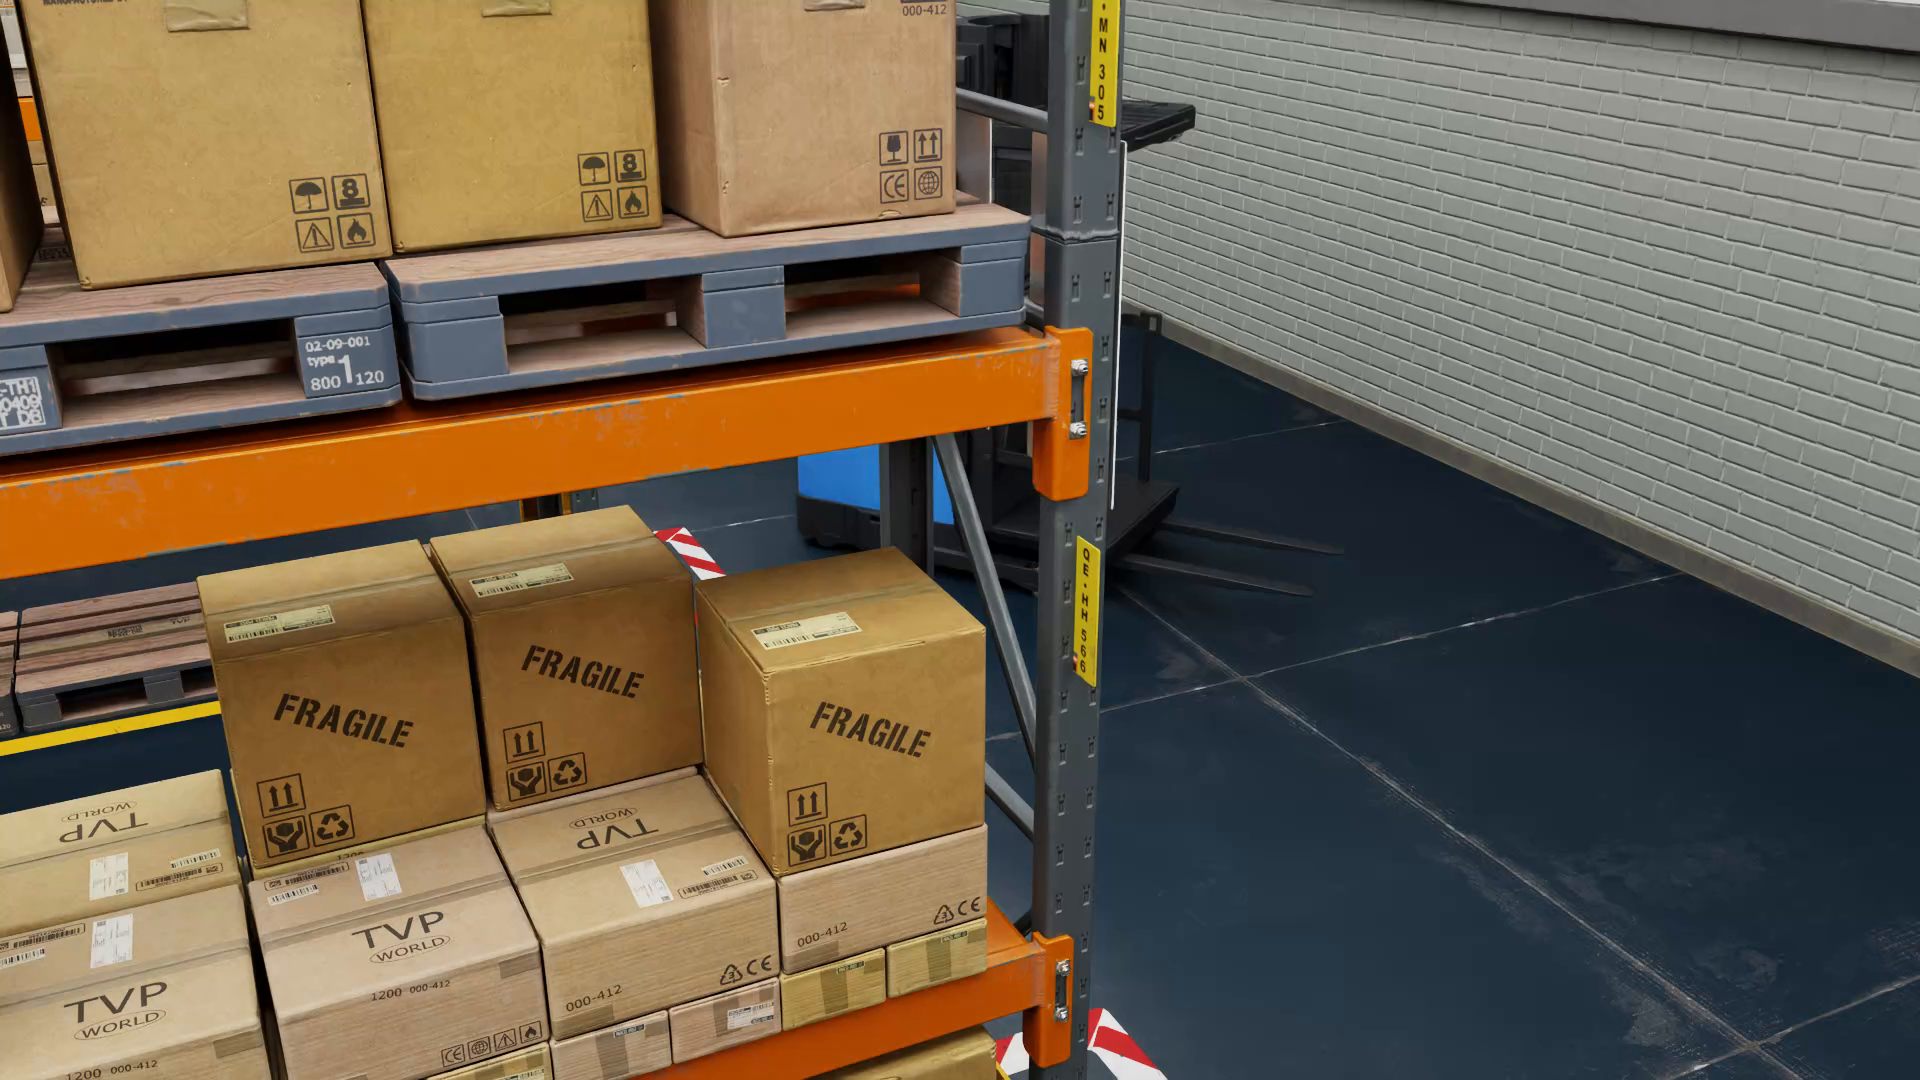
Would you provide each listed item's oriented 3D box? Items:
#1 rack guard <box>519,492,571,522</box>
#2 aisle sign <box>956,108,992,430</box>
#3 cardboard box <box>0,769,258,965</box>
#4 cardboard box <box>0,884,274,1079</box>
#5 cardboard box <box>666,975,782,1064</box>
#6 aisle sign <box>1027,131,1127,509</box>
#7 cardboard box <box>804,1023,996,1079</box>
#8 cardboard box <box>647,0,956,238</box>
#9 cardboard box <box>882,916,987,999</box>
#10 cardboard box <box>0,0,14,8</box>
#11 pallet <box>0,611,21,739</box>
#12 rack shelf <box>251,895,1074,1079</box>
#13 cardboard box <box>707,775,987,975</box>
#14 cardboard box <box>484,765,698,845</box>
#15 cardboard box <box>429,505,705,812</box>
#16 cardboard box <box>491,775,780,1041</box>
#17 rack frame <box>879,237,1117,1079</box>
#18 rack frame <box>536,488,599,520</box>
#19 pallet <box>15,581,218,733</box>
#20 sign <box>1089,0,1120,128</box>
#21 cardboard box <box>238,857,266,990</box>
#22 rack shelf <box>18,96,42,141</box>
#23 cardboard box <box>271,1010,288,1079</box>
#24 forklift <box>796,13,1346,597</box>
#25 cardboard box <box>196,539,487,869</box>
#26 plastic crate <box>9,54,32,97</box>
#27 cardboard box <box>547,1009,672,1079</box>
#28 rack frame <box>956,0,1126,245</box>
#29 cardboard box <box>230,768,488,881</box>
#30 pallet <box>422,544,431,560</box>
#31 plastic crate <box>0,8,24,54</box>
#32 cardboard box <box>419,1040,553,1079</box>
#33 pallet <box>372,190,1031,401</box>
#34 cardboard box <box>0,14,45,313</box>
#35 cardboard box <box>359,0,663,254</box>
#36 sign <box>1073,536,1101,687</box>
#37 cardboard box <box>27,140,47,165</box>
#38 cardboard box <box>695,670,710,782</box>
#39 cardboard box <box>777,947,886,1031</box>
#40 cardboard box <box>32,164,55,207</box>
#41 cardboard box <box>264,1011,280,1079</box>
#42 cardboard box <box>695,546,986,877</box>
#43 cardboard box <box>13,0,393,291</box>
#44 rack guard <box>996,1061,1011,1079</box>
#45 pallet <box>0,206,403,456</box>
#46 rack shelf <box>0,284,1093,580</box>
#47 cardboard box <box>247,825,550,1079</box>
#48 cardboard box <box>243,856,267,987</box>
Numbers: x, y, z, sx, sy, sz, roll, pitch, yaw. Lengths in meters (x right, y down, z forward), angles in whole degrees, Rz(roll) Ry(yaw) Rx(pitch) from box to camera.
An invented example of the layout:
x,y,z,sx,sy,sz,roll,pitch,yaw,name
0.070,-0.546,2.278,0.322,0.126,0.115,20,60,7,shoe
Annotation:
x,y,z,sx,sy,sz,roll,pitch,yaw,name
-2.081,0.051,8.973,0.348,0.500,1.175,-10,25,-24,rack guard
-0.014,-0.705,4.132,0.004,0.787,0.394,-10,25,-24,aisle sign
-1.886,0.789,3.729,0.500,0.250,0.500,-11,25,-25,cardboard box
-1.654,0.971,3.288,0.500,0.250,0.500,-10,25,-24,cardboard box
-0.588,0.985,3.776,0.250,0.149,0.380,-10,25,-23,cardboard box
0.246,-0.498,3.633,0.004,0.787,0.394,-10,25,-24,aisle sign
-0.491,1.533,4.354,0.875,0.875,0.875,-10,25,-24,cardboard box
-0.394,-0.956,3.406,0.500,0.500,0.700,-12,25,-27,cardboard box
-0.127,0.900,3.982,0.250,0.149,0.380,-10,24,-23,cardboard box
-6.397,-3.616,10.837,0.500,0.250,0.500,-10,25,-24,cardboard box
-5.055,0.721,7.732,1.213,0.211,1.003,-10,25,-24,pallet
-1.751,1.276,3.687,4.000,0.370,1.077,-10,25,-24,rack shelf
-0.270,0.715,3.907,0.500,0.250,0.500,-11,25,-24,cardboard box
-0.964,0.618,4.141,0.500,0.250,0.500,-11,25,-24,cardboard box
-0.949,0.266,4.011,0.500,0.500,0.500,-11,25,-25,cardboard box
-0.728,0.799,3.705,0.500,0.250,0.500,-11,25,-25,cardboard box
0.051,0.612,4.351,0.127,3.000,1.000,-10,25,-24,rack frame
-2.097,-1.095,8.474,0.127,3.000,1.000,-10,25,-24,rack frame
-3.954,0.517,8.224,1.213,0.211,1.003,-10,25,-24,pallet
0.274,-0.958,3.166,0.005,0.325,0.100,-10,25,-24,sign
-1.797,0.928,3.914,0.250,0.149,0.380,-11,25,-25,cardboard box
-3.899,-1.817,7.237,4.000,0.370,1.077,-10,25,-24,rack shelf
-1.280,1.113,3.467,0.250,0.149,0.380,-10,25,-23,cardboard box
0.600,-1.243,8.920,3.031,2.935,1.130,11,25,25,forklift
-1.413,0.354,3.799,0.500,0.500,0.500,-11,25,-25,cardboard box
-3.851,-1.931,6.917,0.530,0.136,0.437,-10,25,-24,plastic crate
-0.813,1.026,3.677,0.250,0.149,0.380,-10,24,-23,cardboard box
0.051,-2.160,3.203,0.127,3.000,1.000,-10,25,-24,rack frame
-1.418,0.701,3.943,0.500,0.250,0.500,-11,25,-25,cardboard box
-2.857,0.316,8.710,1.213,0.211,1.003,-10,25,-24,pallet
-4.228,-2.165,7.292,0.530,0.282,0.437,-10,25,-24,plastic crate
-1.046,1.070,3.572,0.250,0.149,0.380,-11,25,-25,cardboard box
-0.613,-0.607,3.488,1.213,0.211,1.003,-10,25,-24,pallet
-1.855,-0.673,2.722,0.500,0.500,0.700,-9,24,-21,cardboard box
-0.953,-0.904,3.280,0.500,0.500,0.700,-11,25,-26,cardboard box
0.274,0.156,3.627,0.005,0.325,0.100,-10,25,-24,sign
-6.371,-2.800,11.154,0.500,0.500,0.500,-11,25,-25,cardboard box
-0.498,0.530,4.355,0.500,0.250,0.500,-11,25,-25,cardboard box
-0.360,0.944,3.876,0.250,0.149,0.380,-10,25,-23,cardboard box
-6.357,-2.345,11.362,0.500,0.500,0.500,-11,25,-24,cardboard box
-1.504,1.154,3.370,0.250,0.149,0.380,-10,24,-23,cardboard box
-0.274,0.368,3.765,0.500,0.500,0.500,-10,25,-23,cardboard box
-1.398,-0.802,3.033,0.500,0.500,0.700,-12,25,-27,cardboard box
0.073,1.762,4.839,0.348,0.500,1.175,-10,25,-24,rack guard
-1.713,-0.403,2.996,1.213,0.211,1.003,-10,25,-24,pallet
-1.751,-0.110,3.113,4.000,0.370,1.077,-10,25,-24,rack shelf
-1.186,0.884,3.501,0.500,0.250,0.500,-11,25,-25,cardboard box
-1.569,0.887,4.014,0.250,0.149,0.380,-11,25,-24,cardboard box
